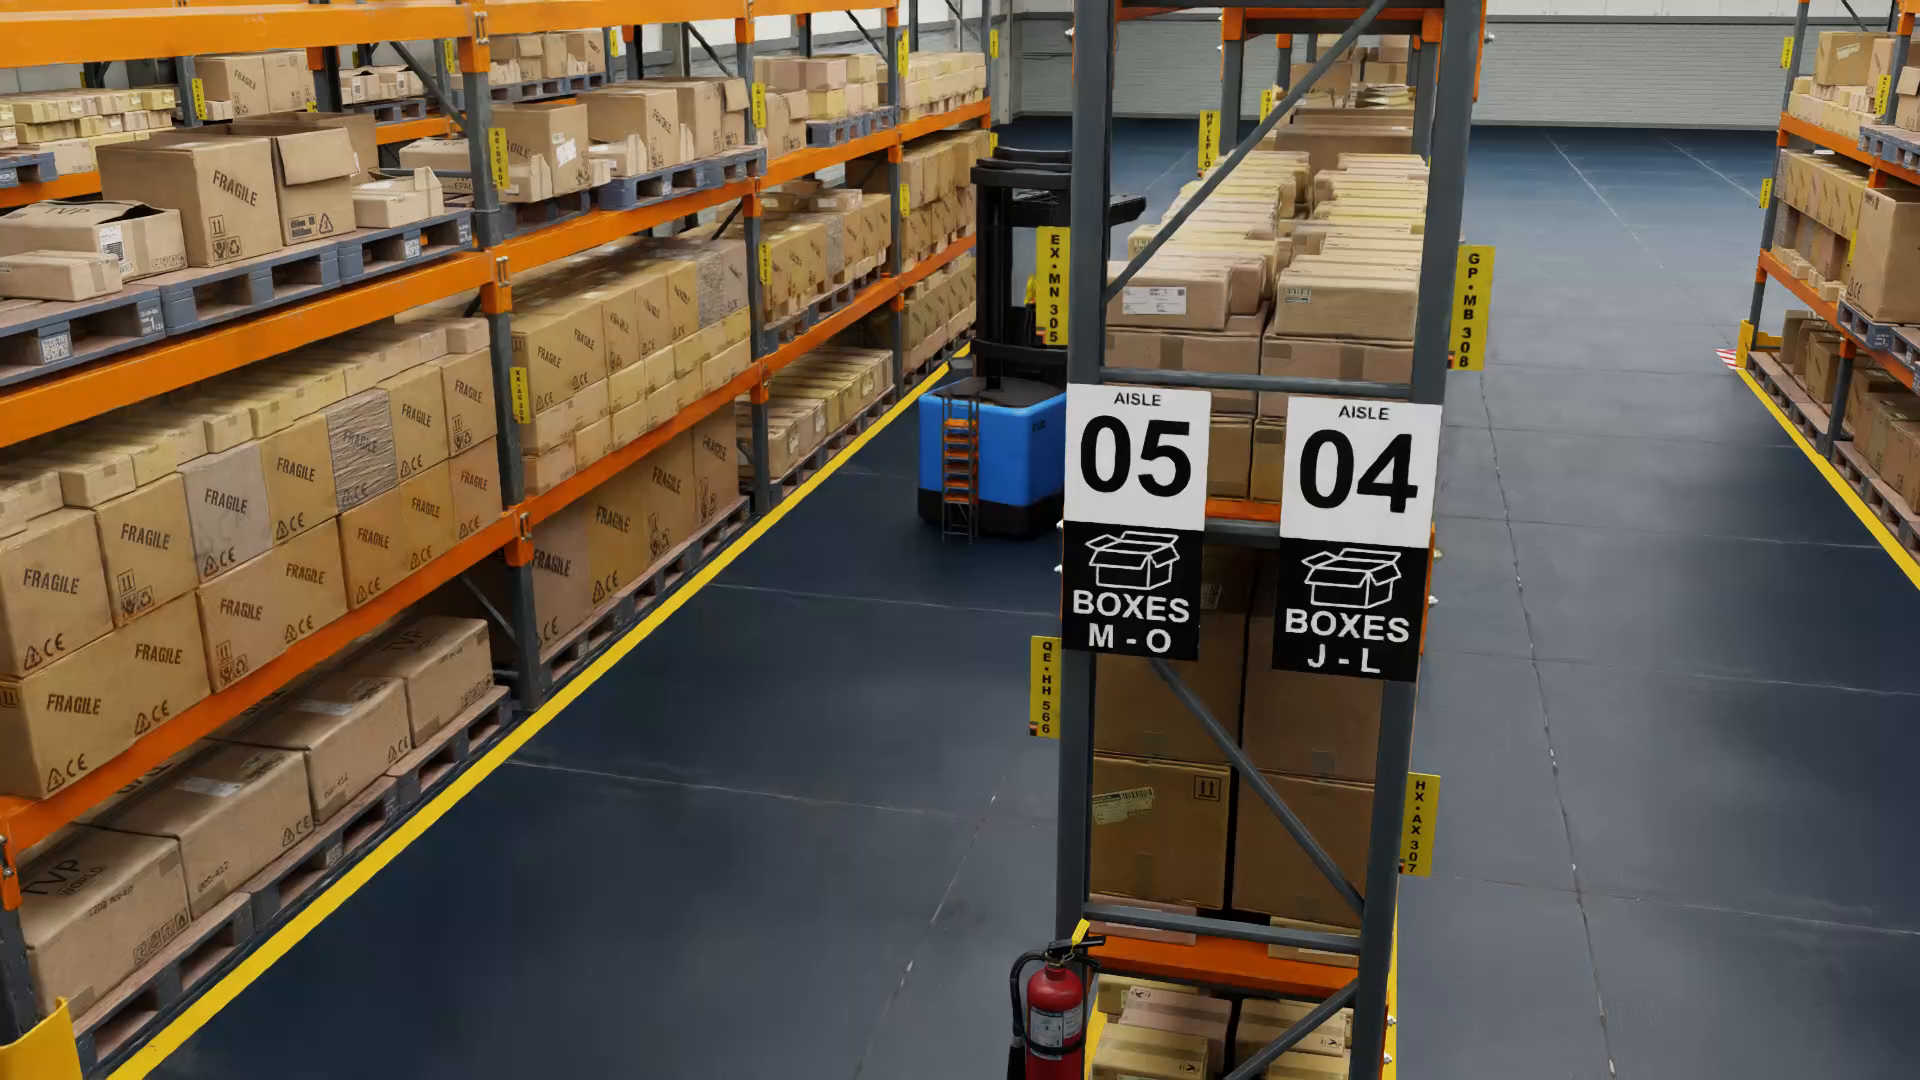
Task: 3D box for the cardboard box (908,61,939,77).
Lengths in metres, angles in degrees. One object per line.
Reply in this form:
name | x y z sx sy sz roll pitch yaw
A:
cardboard box | -0.441 -5.094 17.975 0.380 0.149 0.250 4 19 13

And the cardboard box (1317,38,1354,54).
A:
cardboard box | 3.876 -5.111 17.221 0.380 0.149 0.250 5 19 14

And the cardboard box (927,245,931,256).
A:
cardboard box | -0.536 -3.215 18.348 0.380 0.149 0.250 5 19 13

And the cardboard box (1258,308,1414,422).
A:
cardboard box | 1.155 -0.516 4.874 0.500 0.250 0.500 5 19 14

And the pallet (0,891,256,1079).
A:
pallet | -3.912 1.893 7.318 1.003 0.211 1.213 5 19 13

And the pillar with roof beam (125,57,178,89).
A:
pillar with roof beam | -3.272 -5.047 14.041 9.100 9.000 0.400 5 19 13

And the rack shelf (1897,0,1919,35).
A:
rack shelf | 8.021 -3.831 12.212 1.077 0.370 4.000 5 19 13

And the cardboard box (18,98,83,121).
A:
cardboard box | -6.946 -3.287 12.685 0.380 0.149 0.250 4 19 12

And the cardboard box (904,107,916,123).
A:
cardboard box | -0.665 -4.387 17.139 0.380 0.149 0.250 5 19 13

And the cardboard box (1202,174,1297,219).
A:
cardboard box | 1.208 -1.439 6.962 0.380 0.149 0.250 4 19 12

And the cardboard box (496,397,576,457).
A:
cardboard box | -2.673 -0.705 10.068 0.500 0.250 0.500 4 19 12

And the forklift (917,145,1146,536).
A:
forklift | 0.856 -1.845 14.055 1.130 2.935 3.031 11 22 30

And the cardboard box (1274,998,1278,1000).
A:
cardboard box | 1.434 1.818 6.524 0.380 0.149 0.250 5 20 15

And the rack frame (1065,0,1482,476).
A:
rack frame | 0.793 -1.649 4.094 1.000 3.000 0.127 5 19 13

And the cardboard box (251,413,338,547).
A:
cardboard box | -3.279 -0.299 7.720 0.500 0.500 0.500 5 19 14

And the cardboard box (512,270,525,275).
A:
cardboard box | -5.356 -2.979 19.325 0.500 0.250 0.500 5 19 13

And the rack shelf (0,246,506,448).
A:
rack shelf | -3.543 -0.875 7.582 1.077 0.370 4.000 5 19 13

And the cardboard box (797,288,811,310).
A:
cardboard box | -1.517 -2.097 14.424 0.380 0.149 0.250 5 19 14

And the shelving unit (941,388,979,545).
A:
shelving unit | 0.001 -0.572 13.004 0.258 1.200 0.189 5 20 15

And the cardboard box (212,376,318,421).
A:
cardboard box | -3.240 -0.655 7.760 0.380 0.149 0.250 5 19 13

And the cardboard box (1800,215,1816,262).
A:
cardboard box | 9.157 -3.100 17.009 0.875 0.500 0.500 5 19 13

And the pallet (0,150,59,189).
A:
pallet | -7.390 -2.669 12.011 1.213 0.211 1.003 5 19 13

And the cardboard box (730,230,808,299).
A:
cardboard box | -1.622 -2.350 14.164 0.500 0.500 0.500 6 20 16

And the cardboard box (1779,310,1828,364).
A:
cardboard box | 9.319 -2.223 18.274 0.500 0.500 0.500 9 21 23

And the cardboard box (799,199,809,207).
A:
cardboard box | -1.614 -3.036 16.171 0.500 0.500 0.500 5 19 14

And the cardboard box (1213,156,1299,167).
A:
cardboard box | 1.366 -1.683 7.675 0.380 0.149 0.250 4 19 11

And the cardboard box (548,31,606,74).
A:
cardboard box | -4.808 -6.130 20.895 0.500 0.500 0.500 5 20 15

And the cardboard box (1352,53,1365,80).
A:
cardboard box | 3.967 -4.955 17.380 0.500 0.250 0.500 5 19 13

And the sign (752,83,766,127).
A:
sign | -1.541 -3.332 12.740 0.100 0.325 0.005 5 19 13

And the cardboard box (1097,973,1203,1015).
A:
cardboard box | 0.734 1.707 6.389 0.380 0.149 0.250 4 19 12

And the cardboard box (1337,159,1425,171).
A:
cardboard box | 1.904 -1.634 7.533 0.380 0.149 0.250 5 20 15

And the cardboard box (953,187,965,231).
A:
cardboard box | -0.240 -3.868 19.255 0.500 0.500 0.500 5 19 13

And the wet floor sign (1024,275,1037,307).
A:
wet floor sign | 0.962 -3.045 21.105 0.267 0.644 0.232 12 22 32

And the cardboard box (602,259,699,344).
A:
cardboard box | -2.195 -1.698 11.817 0.500 0.500 0.500 5 19 13

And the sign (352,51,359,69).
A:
sign | -6.452 -5.067 17.817 0.100 0.325 0.005 5 19 13

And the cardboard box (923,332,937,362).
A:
cardboard box | -0.574 -2.160 18.475 0.500 0.250 0.500 6 20 16

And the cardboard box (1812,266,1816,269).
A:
cardboard box | 8.794 -2.661 16.727 0.380 0.149 0.250 5 19 13

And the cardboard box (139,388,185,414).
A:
cardboard box | -3.797 -0.610 7.629 0.380 0.149 0.250 5 20 15

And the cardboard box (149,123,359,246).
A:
cardboard box | -3.352 -1.712 7.956 0.797 0.503 0.637 6 20 18

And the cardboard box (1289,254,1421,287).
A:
cardboard box | 1.173 -0.746 4.932 0.380 0.149 0.250 5 20 16

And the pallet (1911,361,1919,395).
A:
pallet | 7.604 -1.035 11.875 1.213 0.211 1.003 5 19 13

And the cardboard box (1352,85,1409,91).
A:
cardboard box | 3.510 -3.628 13.862 0.500 0.311 0.500 4 19 11

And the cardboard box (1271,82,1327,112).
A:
cardboard box | 2.256 -2.880 11.000 0.396 0.266 0.258 5 19 13

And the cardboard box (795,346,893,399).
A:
cardboard box | -1.225 -1.721 17.002 0.950 0.372 0.625 5 19 14

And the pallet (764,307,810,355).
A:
pallet | -2.006 -1.818 14.166 1.213 0.211 1.003 5 19 13

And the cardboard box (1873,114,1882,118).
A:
cardboard box | 8.309 -3.810 14.676 0.380 0.149 0.250 5 20 15

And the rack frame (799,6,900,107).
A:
rack frame | -1.100 -5.770 16.158 1.000 3.000 0.127 5 19 13

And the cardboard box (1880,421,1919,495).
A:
cardboard box | 8.068 -0.659 13.664 0.700 0.500 0.500 3 19 9

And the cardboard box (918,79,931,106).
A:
cardboard box | -0.610 -4.699 17.434 0.500 0.250 0.500 4 19 13

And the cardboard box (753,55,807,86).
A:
cardboard box | -1.743 -4.406 15.615 0.500 0.250 0.500 4 19 12

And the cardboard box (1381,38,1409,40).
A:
cardboard box | 4.577 -5.139 17.302 0.380 0.149 0.250 5 19 14

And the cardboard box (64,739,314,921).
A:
cardboard box | -3.752 1.342 7.932 0.875 0.438 0.875 5 20 15

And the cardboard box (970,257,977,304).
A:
cardboard box | -0.065 -3.165 20.258 0.500 0.500 0.500 5 19 14

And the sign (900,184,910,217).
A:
sign | -0.560 -3.436 16.815 0.100 0.325 0.005 5 19 13

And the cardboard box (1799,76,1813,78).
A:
cardboard box | 9.196 -4.871 17.782 0.380 0.149 0.250 5 19 13

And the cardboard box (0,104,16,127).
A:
cardboard box | -7.051 -3.048 11.953 0.380 0.149 0.250 5 19 14

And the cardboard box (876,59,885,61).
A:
cardboard box | -0.948 -5.219 18.340 0.380 0.149 0.250 5 19 14

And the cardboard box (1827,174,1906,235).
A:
cardboard box | 8.474 -3.129 15.546 0.500 0.500 0.500 5 19 13
